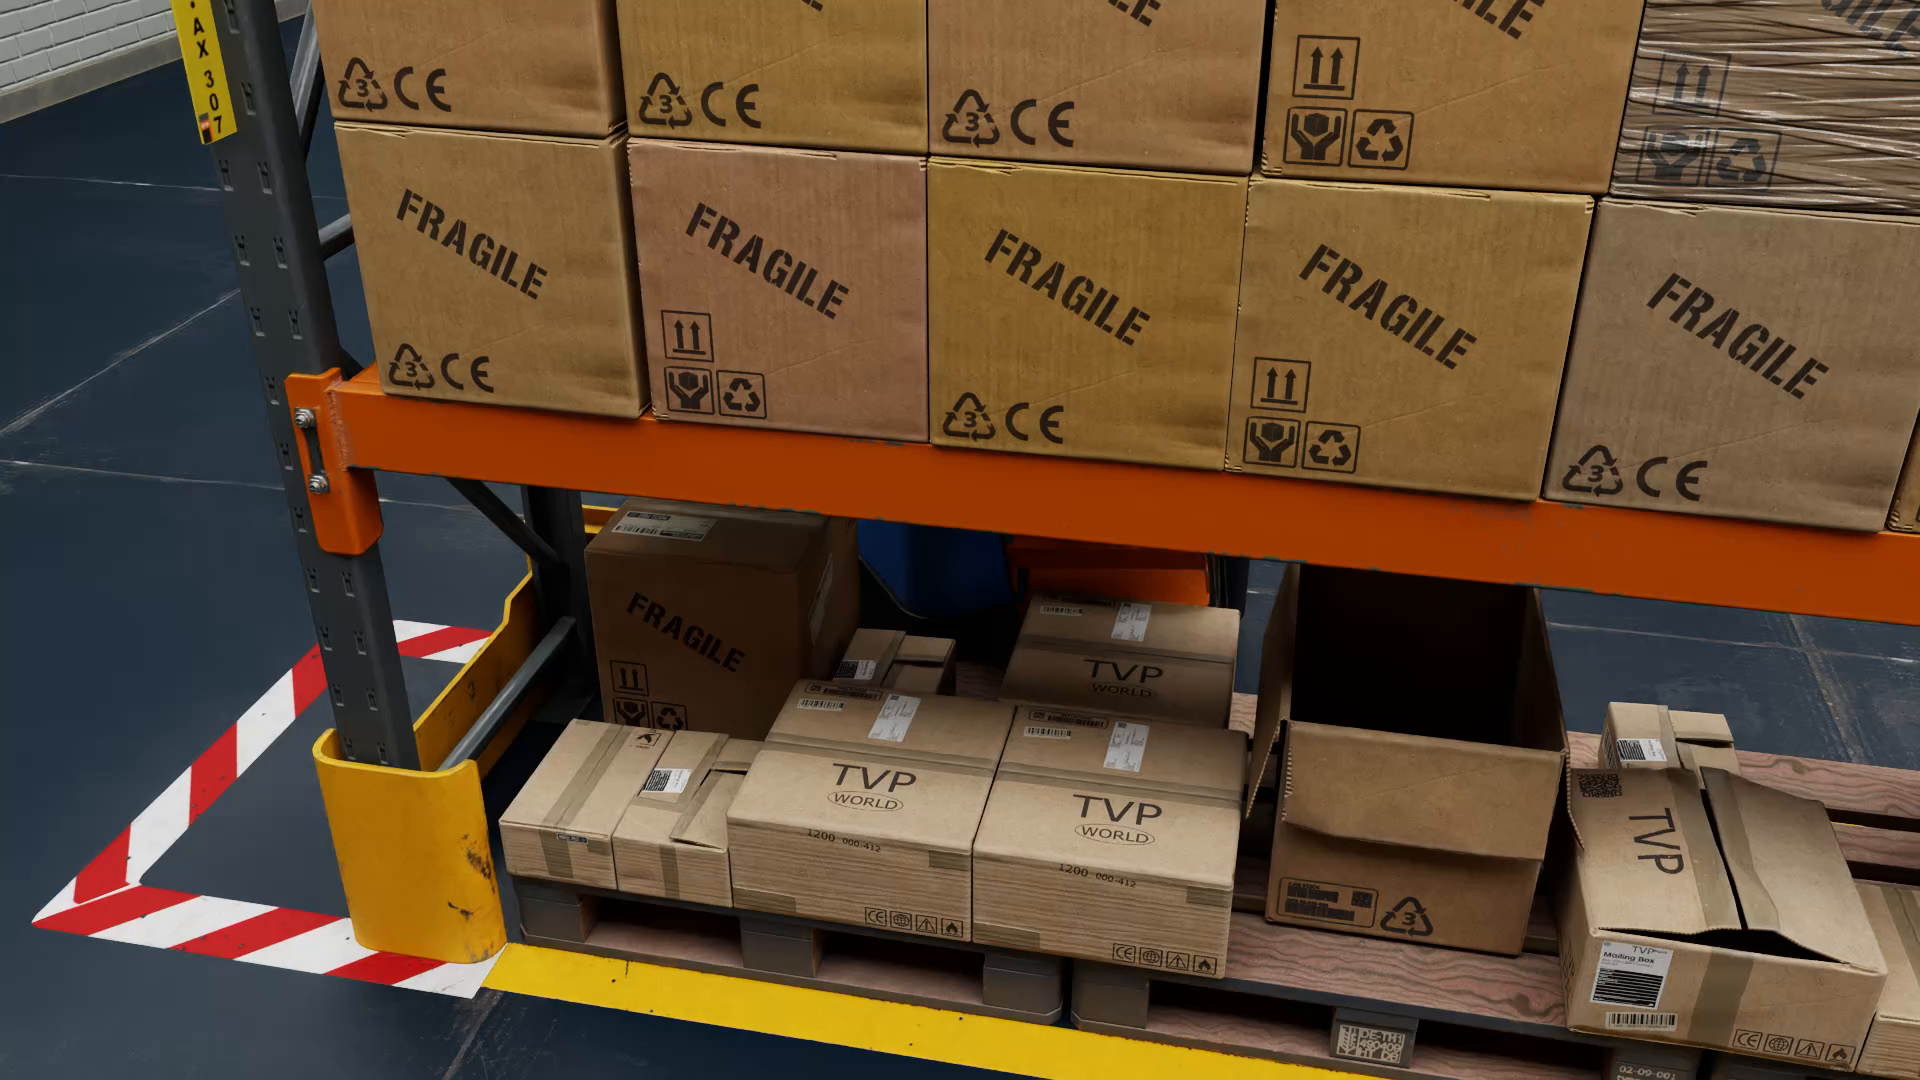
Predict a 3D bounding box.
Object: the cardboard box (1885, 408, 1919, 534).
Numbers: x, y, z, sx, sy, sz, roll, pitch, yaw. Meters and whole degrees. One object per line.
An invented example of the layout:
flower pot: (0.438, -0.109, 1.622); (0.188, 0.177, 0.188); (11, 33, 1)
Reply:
cardboard box: (1.734, -0.319, 2.605); (0.500, 0.500, 0.500); (7, 29, 12)

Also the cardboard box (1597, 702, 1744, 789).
cardboard box: (1.567, 0.530, 3.651); (0.250, 0.166, 0.380); (6, 29, 11)

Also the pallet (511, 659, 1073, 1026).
pallet: (-0.277, 0.615, 3.907); (1.213, 0.211, 1.003); (6, 29, 11)

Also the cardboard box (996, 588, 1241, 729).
cardboard box: (0.375, 0.366, 3.863); (0.500, 0.250, 0.500); (6, 29, 11)

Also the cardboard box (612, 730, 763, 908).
cardboard box: (-0.549, 0.583, 3.554); (0.250, 0.166, 0.380); (6, 29, 11)

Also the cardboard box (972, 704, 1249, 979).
cardboard box: (0.319, 0.606, 3.425); (0.500, 0.250, 0.500); (6, 29, 11)

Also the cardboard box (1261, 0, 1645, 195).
cardboard box: (0.746, -0.858, 2.548); (0.500, 0.500, 0.500); (6, 29, 10)

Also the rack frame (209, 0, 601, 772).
rack frame: (-1.131, -0.695, 3.397); (0.127, 3.000, 1.000); (6, 29, 11)

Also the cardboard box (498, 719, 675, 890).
cardboard box: (-0.794, 0.565, 3.604); (0.250, 0.149, 0.380); (6, 29, 11)

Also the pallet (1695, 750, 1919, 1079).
pallet: (2.109, 0.860, 3.460); (1.213, 0.211, 1.003); (6, 29, 11)

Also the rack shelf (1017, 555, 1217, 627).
rack shelf: (0.408, 0.135, 4.202); (0.480, 0.148, 0.258); (0, 42, 14)

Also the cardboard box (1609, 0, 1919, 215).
cardboard box: (1.237, -0.807, 2.454); (0.500, 0.500, 0.500); (6, 29, 11)

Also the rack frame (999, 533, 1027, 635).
rack frame: (0.129, -0.064, 4.087); (0.015, 1.200, 0.240); (0, 42, 14)

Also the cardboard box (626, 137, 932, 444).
cardboard box: (-0.247, -0.522, 2.975); (0.500, 0.500, 0.500); (6, 29, 10)

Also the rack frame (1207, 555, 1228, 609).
rack frame: (0.603, -0.060, 3.970); (0.015, 1.200, 0.240); (0, 42, 14)

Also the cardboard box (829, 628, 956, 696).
cardboard box: (-0.171, 0.376, 3.932); (0.250, 0.166, 0.380); (6, 29, 11)

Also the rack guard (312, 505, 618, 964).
rack guard: (-1.057, 0.409, 3.983); (0.348, 0.500, 1.175); (6, 29, 11)

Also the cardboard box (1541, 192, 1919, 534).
cardboard box: (1.231, -0.369, 2.697); (0.500, 0.500, 0.500); (7, 29, 12)

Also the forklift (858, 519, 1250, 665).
forklift: (-0.257, -1.559, 5.045); (1.130, 2.935, 3.031); (-12, 31, -21)

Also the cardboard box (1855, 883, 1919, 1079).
cardboard box: (1.785, 0.830, 3.121); (0.250, 0.149, 0.380); (6, 29, 11)

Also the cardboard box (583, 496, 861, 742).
cardboard box: (-0.548, 0.147, 4.003); (0.500, 0.500, 0.500); (6, 29, 11)

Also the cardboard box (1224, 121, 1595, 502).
cardboard box: (0.732, -0.419, 2.788); (0.500, 0.500, 0.500); (6, 29, 11)

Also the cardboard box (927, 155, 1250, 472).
cardboard box: (0.243, -0.470, 2.881); (0.500, 0.500, 0.500); (6, 29, 10)

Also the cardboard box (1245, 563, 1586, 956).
cardboard box: (0.942, 0.422, 3.498); (0.637, 0.503, 0.797); (6, 29, 11)

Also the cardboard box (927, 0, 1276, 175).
cardboard box: (0.249, -0.908, 2.640); (0.500, 0.500, 0.500); (6, 29, 11)

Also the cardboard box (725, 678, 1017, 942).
cardboard box: (-0.170, 0.556, 3.517); (0.500, 0.250, 0.500); (6, 29, 11)

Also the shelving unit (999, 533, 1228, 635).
shelving unit: (0.366, -0.062, 4.028); (0.503, 1.200, 0.258); (0, 42, 14)

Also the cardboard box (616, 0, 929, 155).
cardboard box: (-0.240, -0.961, 2.736); (0.500, 0.500, 0.500); (6, 29, 11)

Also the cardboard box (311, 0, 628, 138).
cardboard box: (-0.753, -1.010, 2.825); (0.500, 0.500, 0.500); (7, 29, 12)

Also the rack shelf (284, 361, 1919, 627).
rack shelf: (0.824, -0.179, 3.203); (4.000, 0.370, 1.077); (6, 29, 11)

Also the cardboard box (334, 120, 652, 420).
cardboard box: (-0.753, -0.571, 3.065); (0.500, 0.500, 0.500); (6, 29, 12)

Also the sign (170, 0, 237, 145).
sign: (-1.245, -0.820, 2.723); (0.005, 0.325, 0.100); (6, 29, 11)

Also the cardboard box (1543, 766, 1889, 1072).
cardboard box: (1.430, 0.693, 3.202); (0.500, 0.311, 0.500); (6, 29, 11)

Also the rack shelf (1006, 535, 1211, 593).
rack shelf: (0.377, -0.012, 4.072); (0.480, 0.148, 0.258); (0, 42, 14)

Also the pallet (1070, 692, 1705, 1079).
pallet: (0.912, 0.738, 3.682); (1.213, 0.211, 1.003); (6, 29, 11)
